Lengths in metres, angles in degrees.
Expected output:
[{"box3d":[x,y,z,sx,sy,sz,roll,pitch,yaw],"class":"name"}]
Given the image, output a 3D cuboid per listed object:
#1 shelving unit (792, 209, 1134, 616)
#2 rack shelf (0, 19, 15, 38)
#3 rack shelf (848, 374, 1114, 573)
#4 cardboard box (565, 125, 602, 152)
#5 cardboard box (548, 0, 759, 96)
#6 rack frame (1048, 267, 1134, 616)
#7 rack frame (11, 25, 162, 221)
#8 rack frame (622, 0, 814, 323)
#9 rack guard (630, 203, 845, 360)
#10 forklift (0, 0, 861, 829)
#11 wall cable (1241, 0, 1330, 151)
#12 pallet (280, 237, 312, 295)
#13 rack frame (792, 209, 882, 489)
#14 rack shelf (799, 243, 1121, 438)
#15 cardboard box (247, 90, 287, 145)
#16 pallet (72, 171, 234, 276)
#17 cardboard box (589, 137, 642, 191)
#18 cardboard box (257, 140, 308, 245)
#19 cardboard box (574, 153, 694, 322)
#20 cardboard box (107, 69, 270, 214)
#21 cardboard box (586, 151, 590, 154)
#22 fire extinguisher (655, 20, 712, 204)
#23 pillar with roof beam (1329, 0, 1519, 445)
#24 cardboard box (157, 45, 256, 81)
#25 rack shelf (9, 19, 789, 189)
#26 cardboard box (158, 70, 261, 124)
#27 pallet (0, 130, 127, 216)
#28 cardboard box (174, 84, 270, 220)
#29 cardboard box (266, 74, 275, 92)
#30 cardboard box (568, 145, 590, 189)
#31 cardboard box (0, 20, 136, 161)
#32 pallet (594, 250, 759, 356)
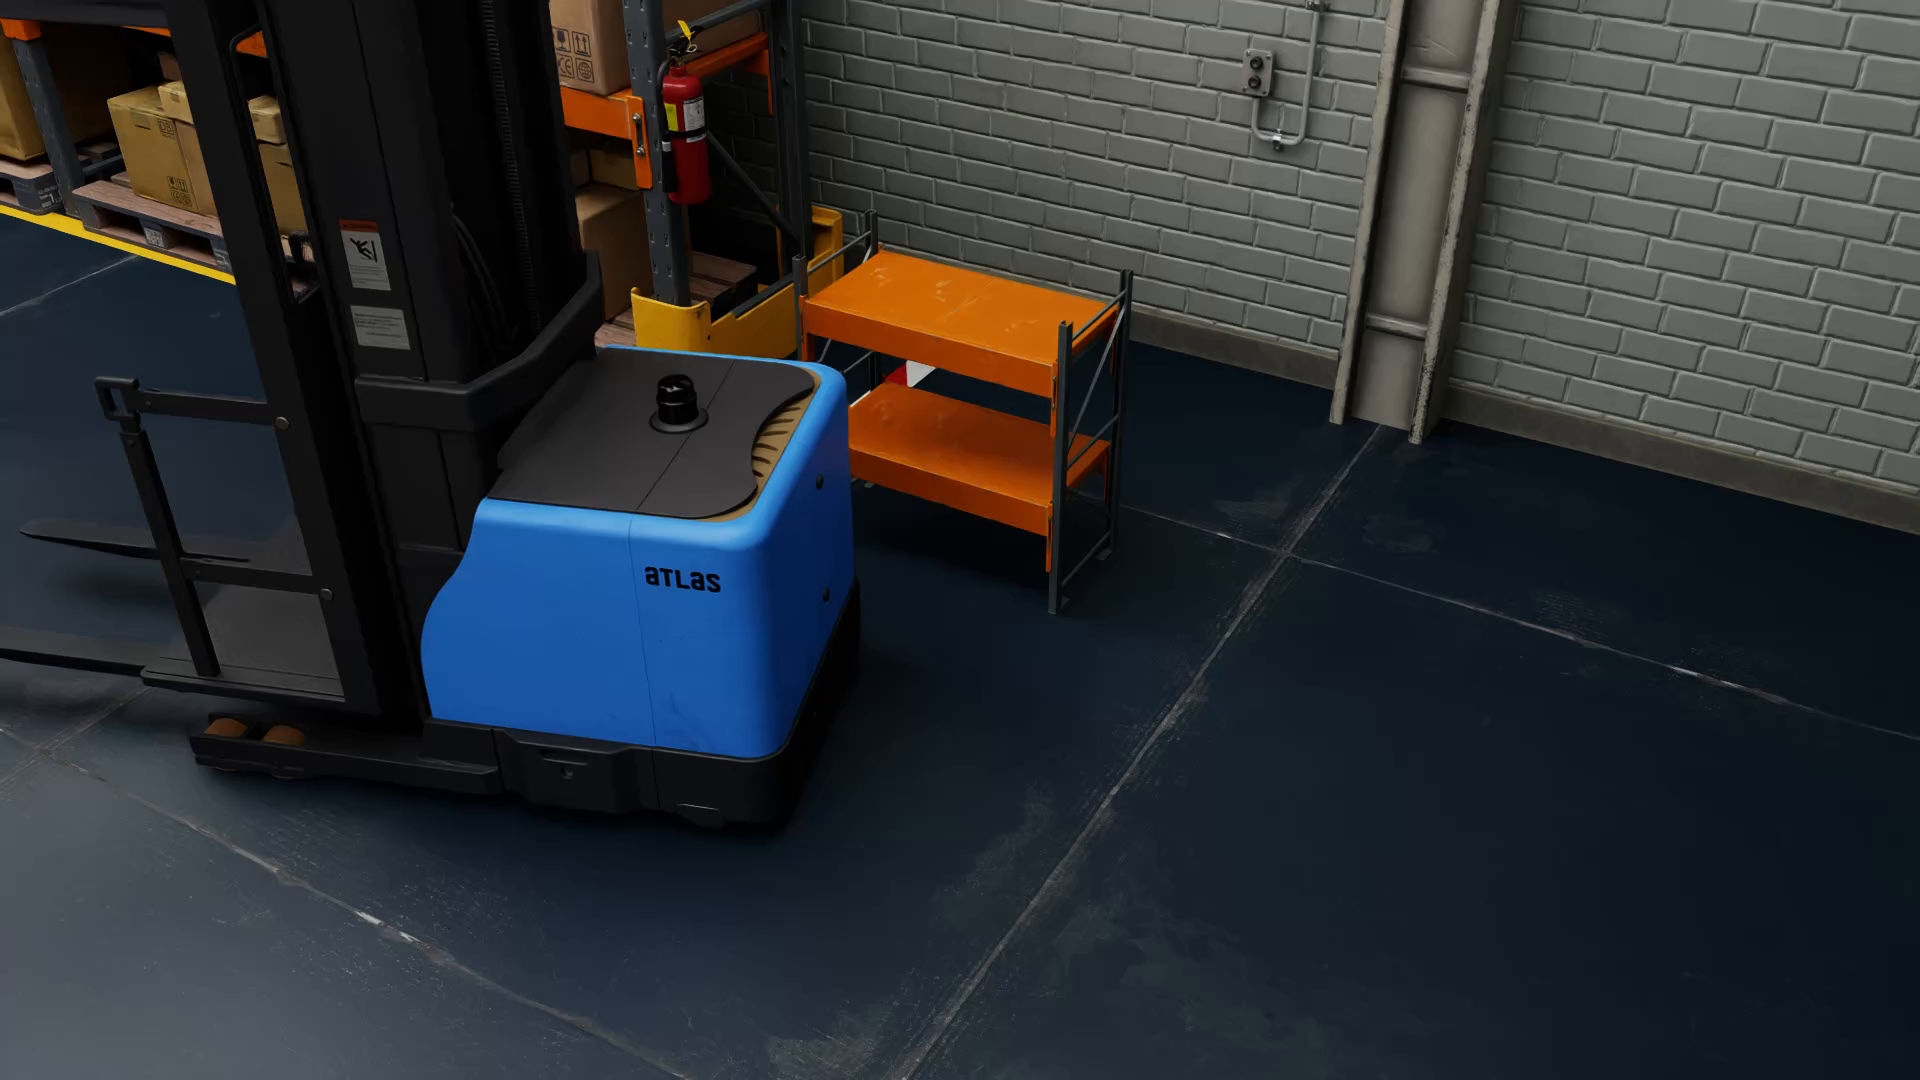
[{"box3d":[0.006,-0.466,5.935,1.048,1.125,0.538,18,37,24],"class":"shelving unit"},{"box3d":[-6.182,-3.444,9.365,4.000,0.370,1.077,18,37,24],"class":"rack shelf"},{"box3d":[0.006,-0.263,6.071,1.000,0.278,0.538,18,37,24],"class":"rack shelf"},{"box3d":[-1.862,-1.843,7.602,0.250,0.149,0.380,18,38,25],"class":"cardboard box"},{"box3d":[-1.420,-2.354,6.808,0.700,0.700,0.980,19,38,26],"class":"cardboard box"},{"box3d":[0.447,-0.327,5.725,0.032,1.125,0.500,18,37,24],"class":"rack frame"},{"box3d":[-4.445,-3.193,8.339,0.127,3.000,1.000,18,37,24],"class":"rack frame"},{"box3d":[-0.972,-2.093,6.687,0.127,3.000,1.000,18,37,24],"class":"rack frame"},{"box3d":[-0.951,-1.046,7.370,0.348,0.500,1.175,18,37,24],"class":"rack guard"},{"box3d":[-1.904,-0.761,4.748,3.031,2.935,1.130,6,34,9],"class":"forklift"},{"box3d":[0.609,-2.619,6.561,1.851,1.984,0.084,18,37,24],"class":"wall cable"},{"box3d":[-2.760,-1.451,8.239,1.213,0.211,1.003,18,37,24],"class":"pallet"},{"box3d":[-0.435,-0.606,6.145,0.032,1.125,0.500,18,37,24],"class":"rack frame"},{"box3d":[0.006,-0.710,5.773,1.000,0.278,0.538,18,37,24],"class":"rack shelf"},{"box3d":[-3.187,-2.017,7.864,0.250,0.149,0.380,16,37,23],"class":"cardboard box"},{"box3d":[-3.824,-1.786,8.742,1.213,0.211,1.003,18,37,24],"class":"pallet"},{"box3d":[-1.422,-1.704,7.394,0.250,0.149,0.380,18,38,25],"class":"cardboard box"},{"box3d":[-2.968,-1.791,8.109,0.500,0.500,0.700,18,38,25],"class":"cardboard box"},{"box3d":[-1.630,-1.372,7.481,0.500,0.500,0.700,18,37,24],"class":"cardboard box"},{"box3d":[-3.847,-2.073,8.533,0.500,0.500,0.700,18,38,25],"class":"cardboard box"},{"box3d":[-2.064,-1.510,7.687,0.500,0.500,0.700,17,37,24],"class":"cardboard box"},{"box3d":[-1.070,-1.642,6.416,0.183,0.674,0.296,18,37,24],"class":"fire extinguisher"},{"box3d":[-0.335,-2.192,1.424,0.400,9.000,9.100,18,37,24],"class":"pillar with roof beam"},{"box3d":[-3.874,-2.478,8.556,0.250,0.149,0.380,17,37,24],"class":"cardboard box"},{"box3d":[-2.709,-2.344,7.713,4.000,0.370,1.077,18,37,24],"class":"rack shelf"},{"box3d":[-3.640,-2.161,8.080,0.250,0.149,0.380,19,38,26],"class":"cardboard box"},{"box3d":[-5.153,-2.209,9.376,1.213,0.211,1.003,18,37,24],"class":"pallet"},{"box3d":[-3.412,-1.933,8.323,0.500,0.500,0.700,17,37,24],"class":"cardboard box"},{"box3d":[-3.187,-2.262,8.232,0.250,0.149,0.380,16,37,23],"class":"cardboard box"},{"box3d":[-1.832,-1.590,7.222,0.250,0.149,0.380,17,37,24],"class":"cardboard box"},{"box3d":[-5.074,-2.590,8.993,0.750,0.750,0.750,18,38,25],"class":"cardboard box"},{"box3d":[-1.705,-1.115,7.734,1.213,0.211,1.003,18,37,24],"class":"pallet"}]
